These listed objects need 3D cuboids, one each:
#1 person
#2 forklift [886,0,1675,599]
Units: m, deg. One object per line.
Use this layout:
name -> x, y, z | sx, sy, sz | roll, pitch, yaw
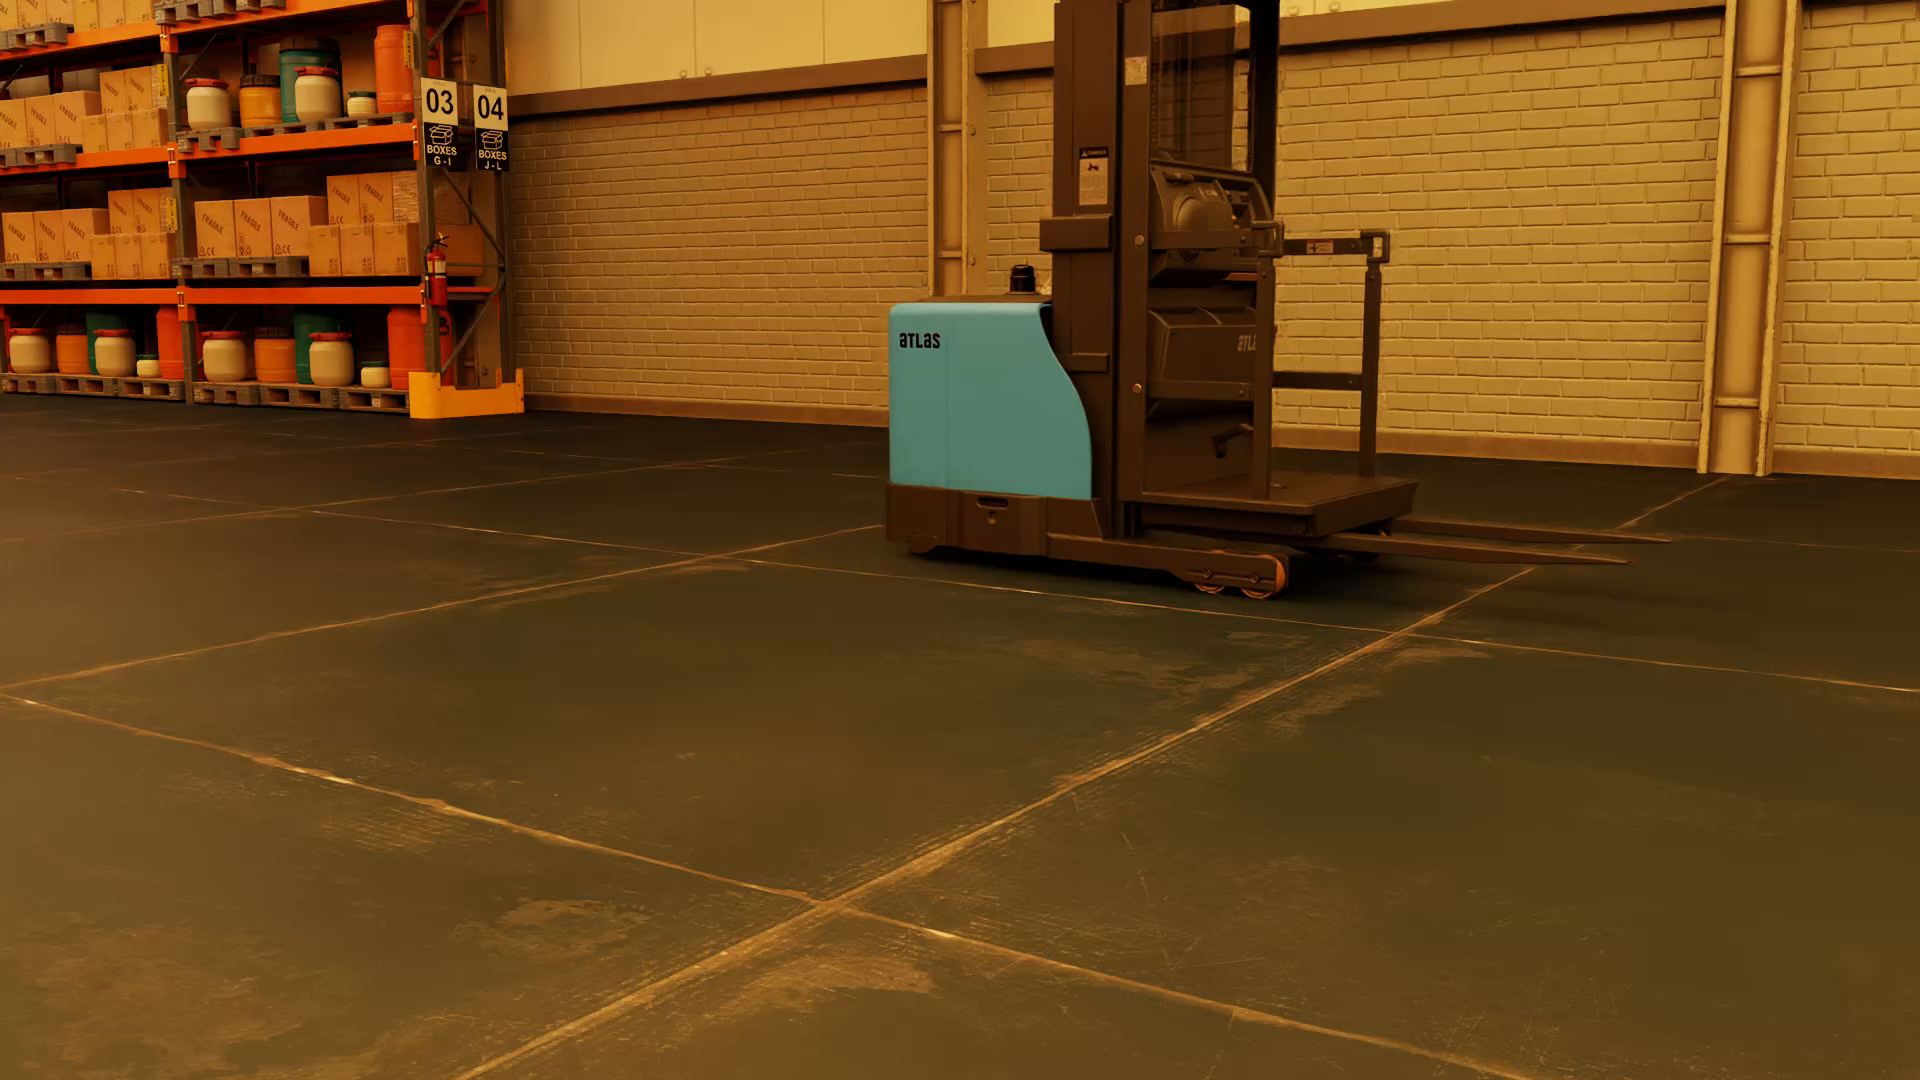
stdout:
person -> 0.681, -0.902, 7.942 | 0.873, 1.735, 0.577 | 5, 9, 30
forklift -> 1.173, -1.319, 6.468 | 3.031, 2.935, 1.130 | 6, 10, 36
